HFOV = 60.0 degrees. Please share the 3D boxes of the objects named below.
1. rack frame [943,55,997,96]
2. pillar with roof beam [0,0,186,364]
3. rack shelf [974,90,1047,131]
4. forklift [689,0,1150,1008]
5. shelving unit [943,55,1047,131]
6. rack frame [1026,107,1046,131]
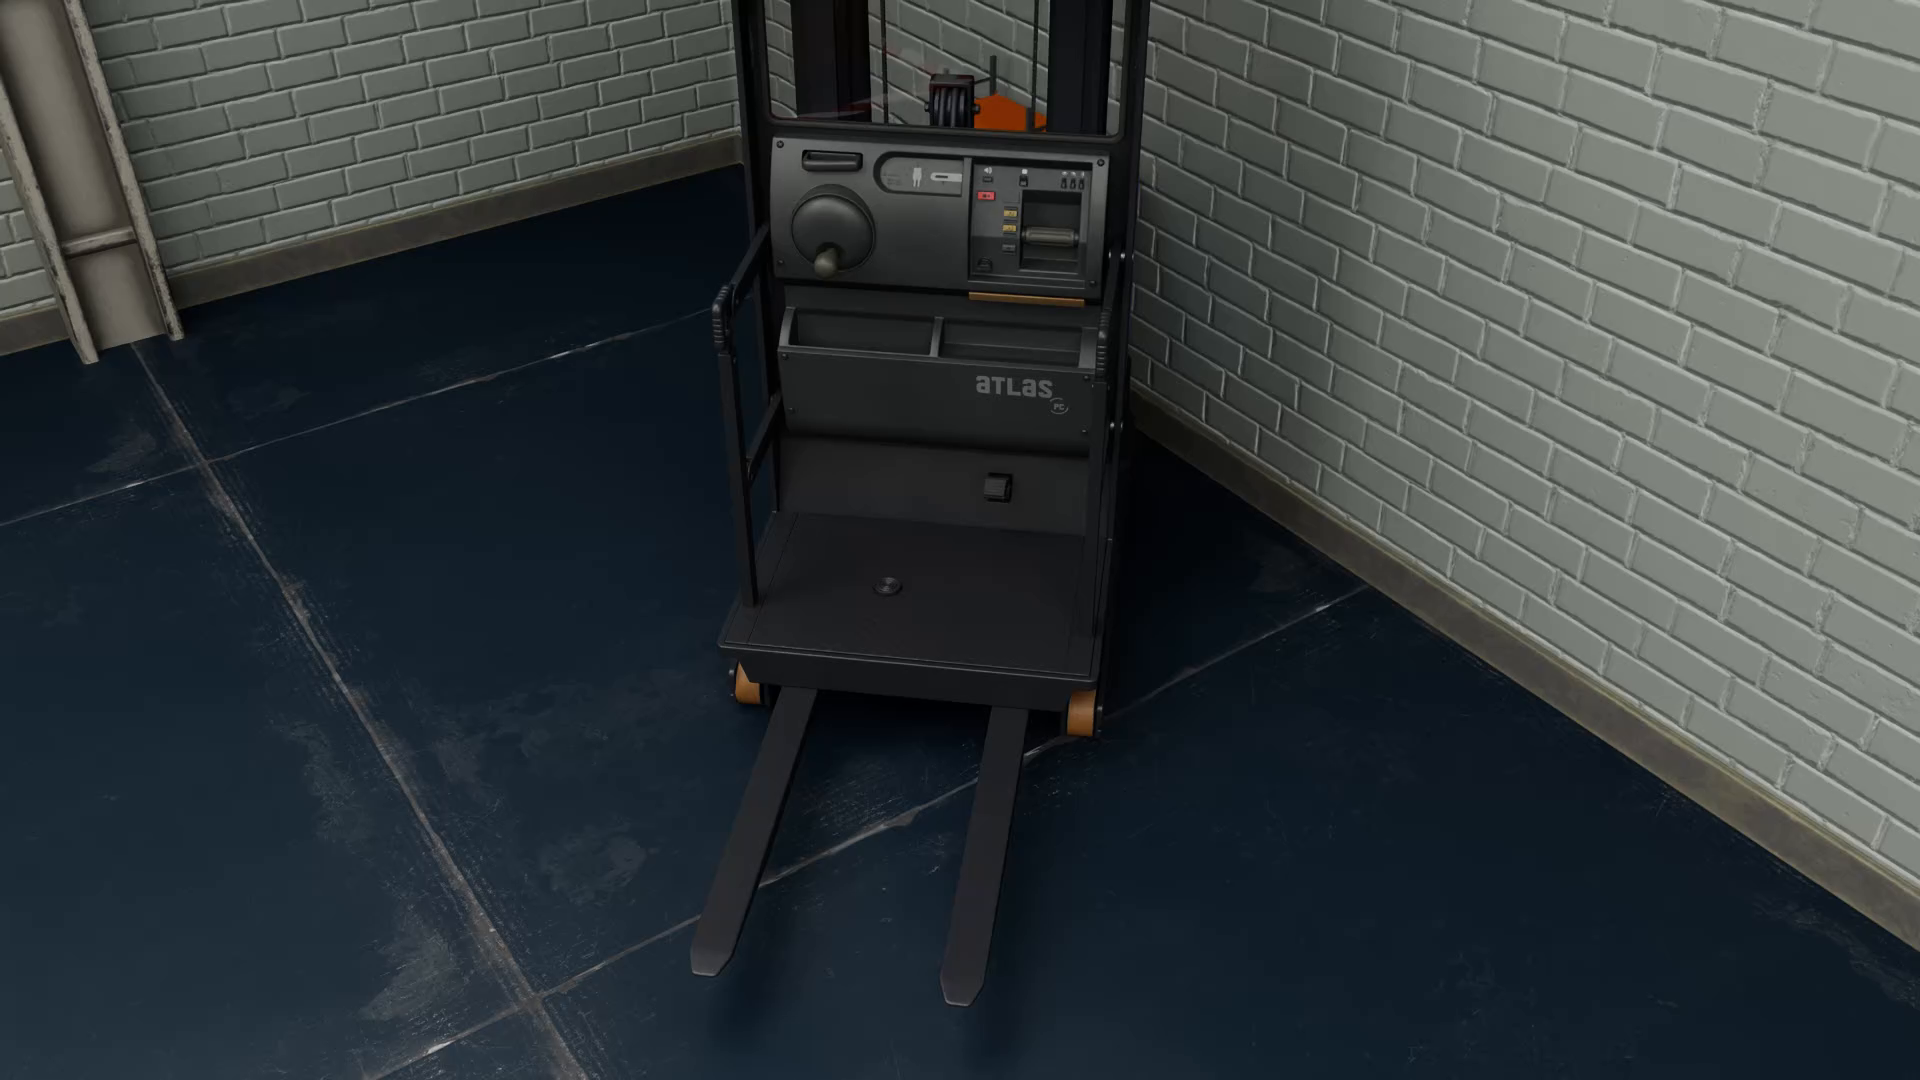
[{"bbox_3d":[0.038,-1.283,6.506,0.240,1.200,0.015,-24,42,-29],"label":"rack frame"},{"bbox_3d":[-0.993,-2.449,1.448,0.400,9.000,9.100,-22,41,-28],"label":"pillar with roof beam"},{"bbox_3d":[0.184,-1.488,6.118,0.258,0.148,0.480,-24,42,-29],"label":"rack shelf"},{"bbox_3d":[-0.090,-0.828,4.391,1.130,2.935,3.031,5,36,7],"label":"forklift"},{"bbox_3d":[0.184,-1.169,6.347,0.258,1.200,0.503,-24,42,-29],"label":"shelving unit"},{"bbox_3d":[0.330,-1.055,6.189,0.240,1.200,0.015,-24,42,-29],"label":"rack frame"}]
